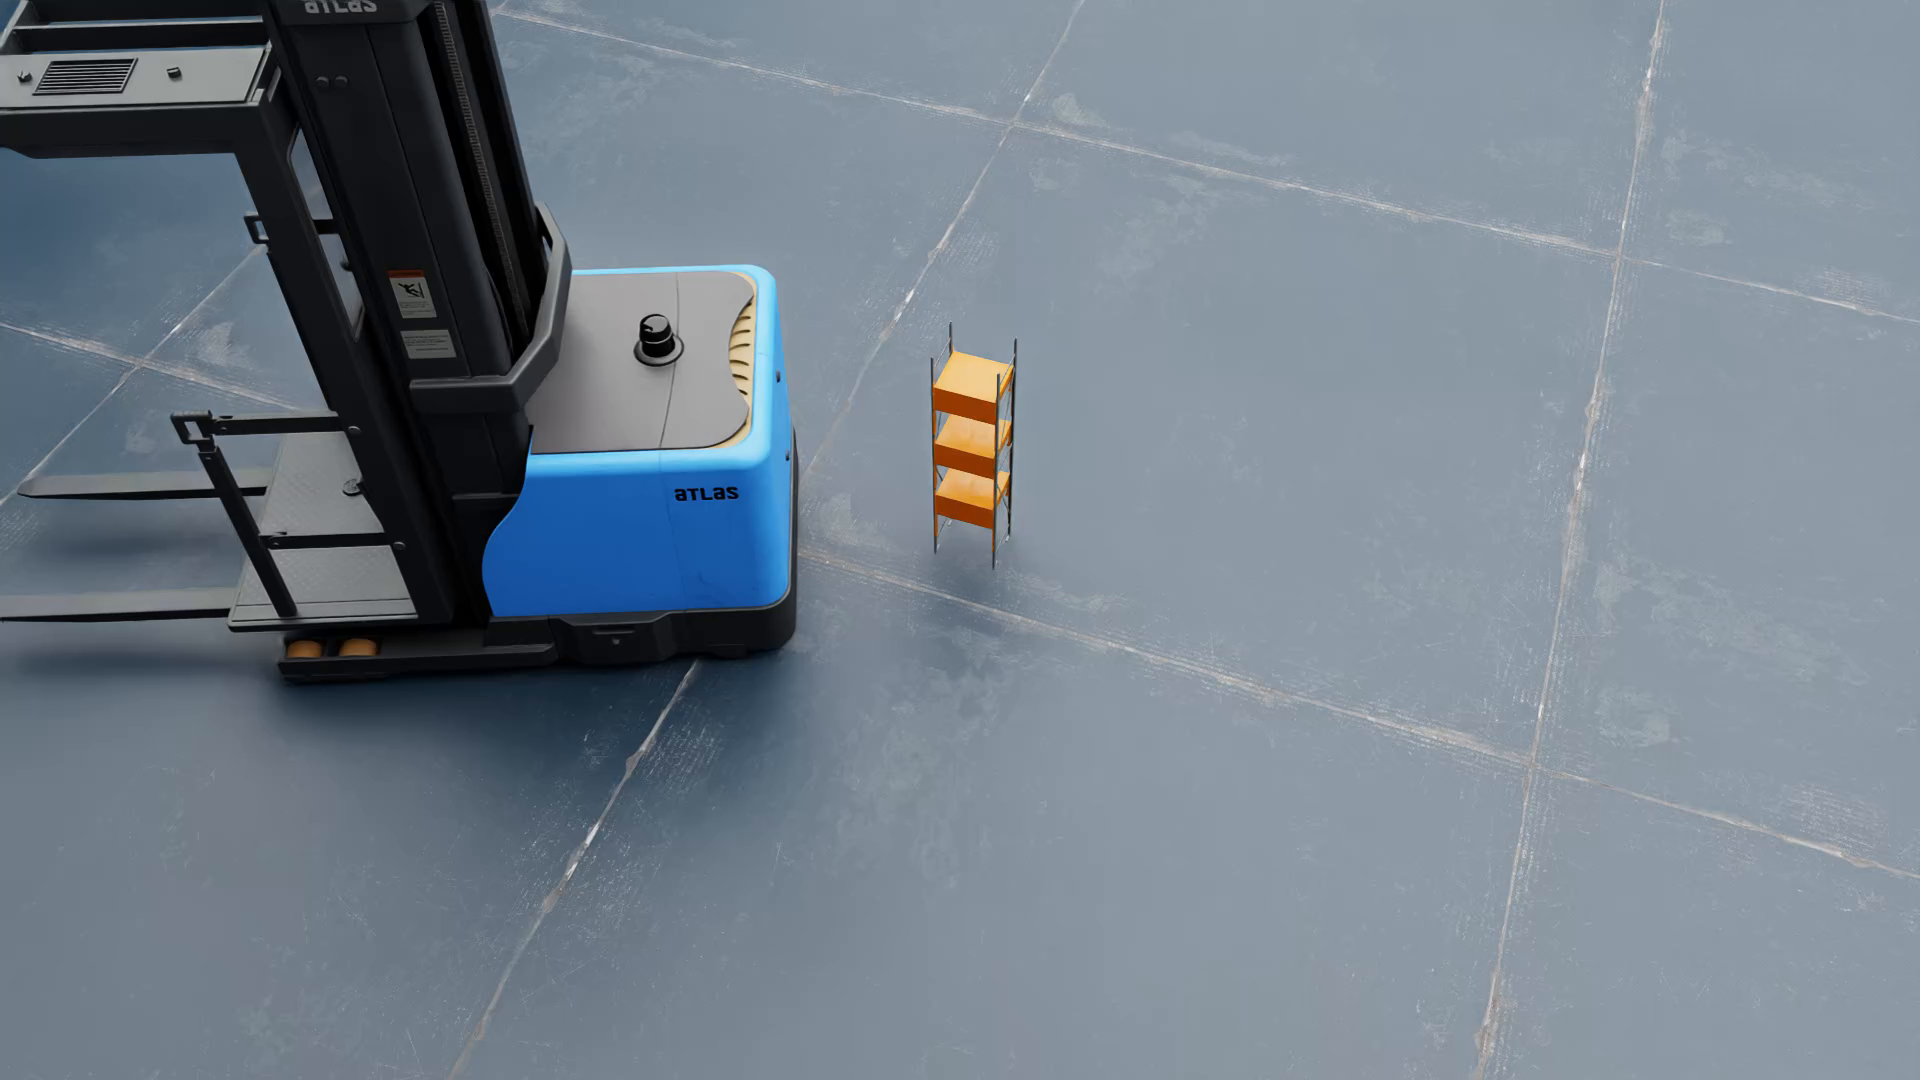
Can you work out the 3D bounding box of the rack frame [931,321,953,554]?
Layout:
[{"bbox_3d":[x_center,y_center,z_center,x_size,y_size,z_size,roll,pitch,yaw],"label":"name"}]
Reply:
[{"bbox_3d":[-0.064,-0.362,6.235,0.008,1.050,0.200,16,51,13],"label":"rack frame"}]

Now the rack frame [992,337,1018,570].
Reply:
[{"bbox_3d":[0.165,-0.298,6.180,0.008,1.050,0.200,16,51,13],"label":"rack frame"}]

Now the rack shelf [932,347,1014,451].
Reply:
[{"bbox_3d":[0.050,-0.509,6.001,0.240,0.259,0.215,16,51,13],"label":"rack shelf"}]

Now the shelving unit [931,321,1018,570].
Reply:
[{"bbox_3d":[0.050,-0.330,6.208,0.252,1.050,0.215,16,51,13],"label":"shelving unit"}]

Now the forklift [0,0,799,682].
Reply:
[{"bbox_3d":[-2.150,-0.848,5.412,3.031,2.935,1.130,-2,49,-2],"label":"forklift"}]

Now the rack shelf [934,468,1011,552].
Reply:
[{"bbox_3d":[0.050,-0.141,6.426,0.240,0.259,0.215,16,51,13],"label":"rack shelf"}]

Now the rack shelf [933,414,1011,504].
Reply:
[{"bbox_3d":[0.050,-0.323,6.216,0.240,0.259,0.215,16,51,13],"label":"rack shelf"}]
